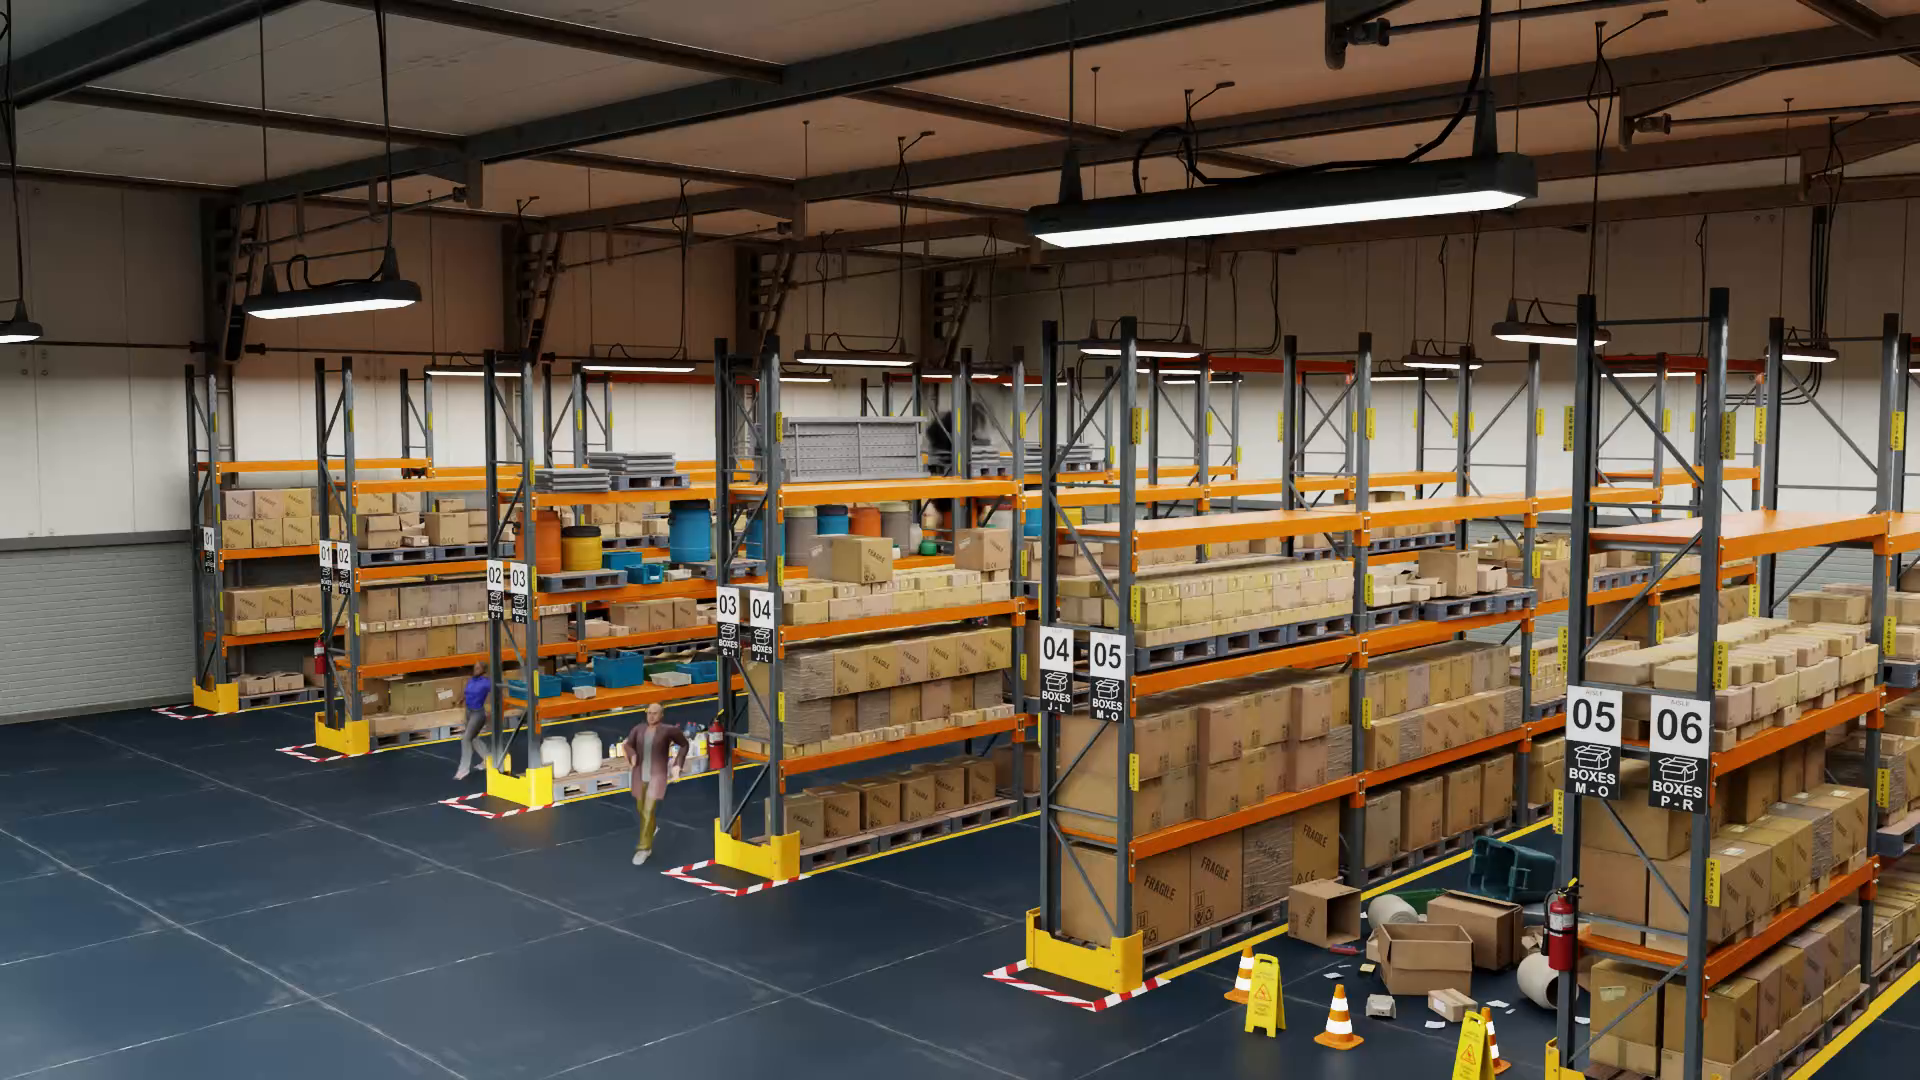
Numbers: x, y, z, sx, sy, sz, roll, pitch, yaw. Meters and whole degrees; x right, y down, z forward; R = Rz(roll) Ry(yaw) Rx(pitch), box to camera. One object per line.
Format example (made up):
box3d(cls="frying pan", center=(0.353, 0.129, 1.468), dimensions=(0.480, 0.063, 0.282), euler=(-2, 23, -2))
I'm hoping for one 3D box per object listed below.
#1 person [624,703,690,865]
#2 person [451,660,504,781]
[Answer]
box3d(cls="person", center=(-3.564, 2.781, 19.315), dimensions=(0.742, 1.797, 0.940), euler=(1, 5, 15))
box3d(cls="person", center=(-6.872, 2.562, 23.610), dimensions=(0.637, 1.670, 0.791), euler=(4, 6, 39))
